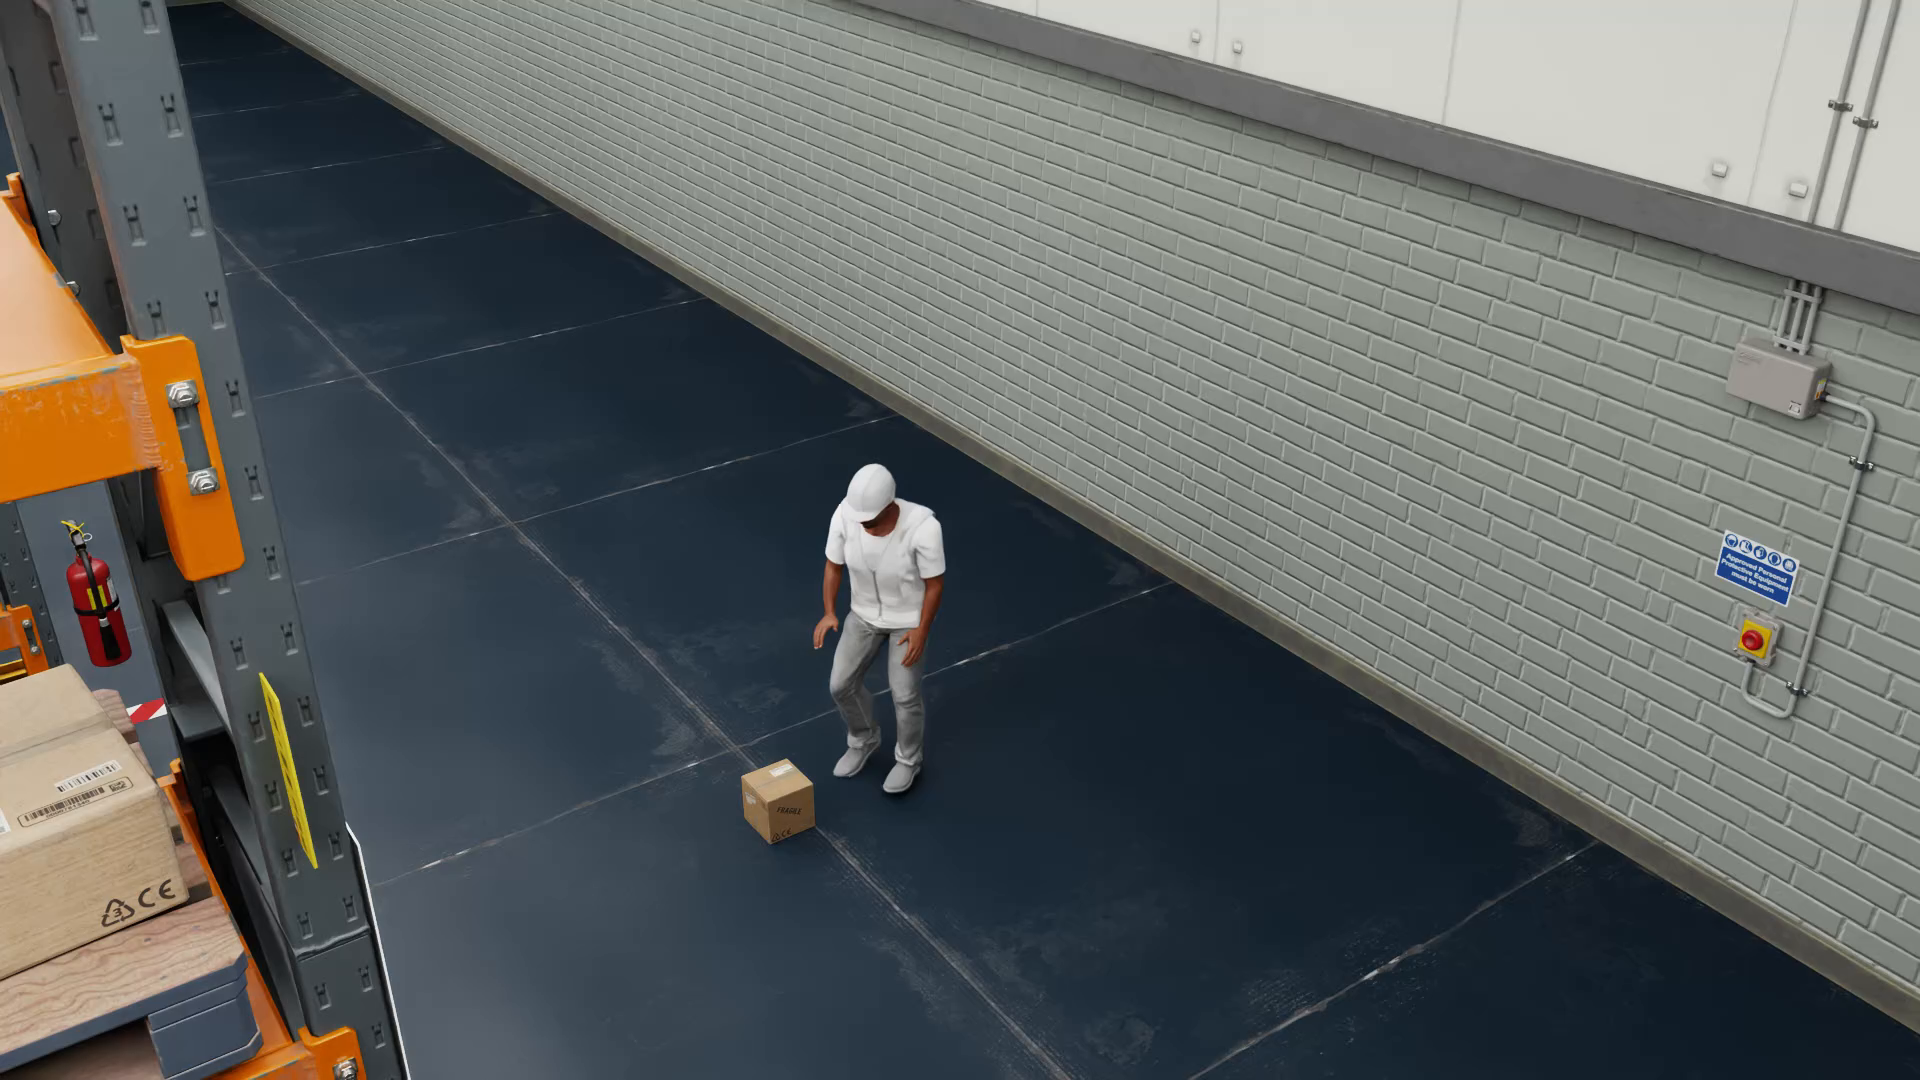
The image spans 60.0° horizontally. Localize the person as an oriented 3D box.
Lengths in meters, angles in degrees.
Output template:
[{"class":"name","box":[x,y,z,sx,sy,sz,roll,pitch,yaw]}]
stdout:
[{"class":"person","box":[-0.374,0.427,7.828,0.589,1.782,0.570,12,30,20]}]
